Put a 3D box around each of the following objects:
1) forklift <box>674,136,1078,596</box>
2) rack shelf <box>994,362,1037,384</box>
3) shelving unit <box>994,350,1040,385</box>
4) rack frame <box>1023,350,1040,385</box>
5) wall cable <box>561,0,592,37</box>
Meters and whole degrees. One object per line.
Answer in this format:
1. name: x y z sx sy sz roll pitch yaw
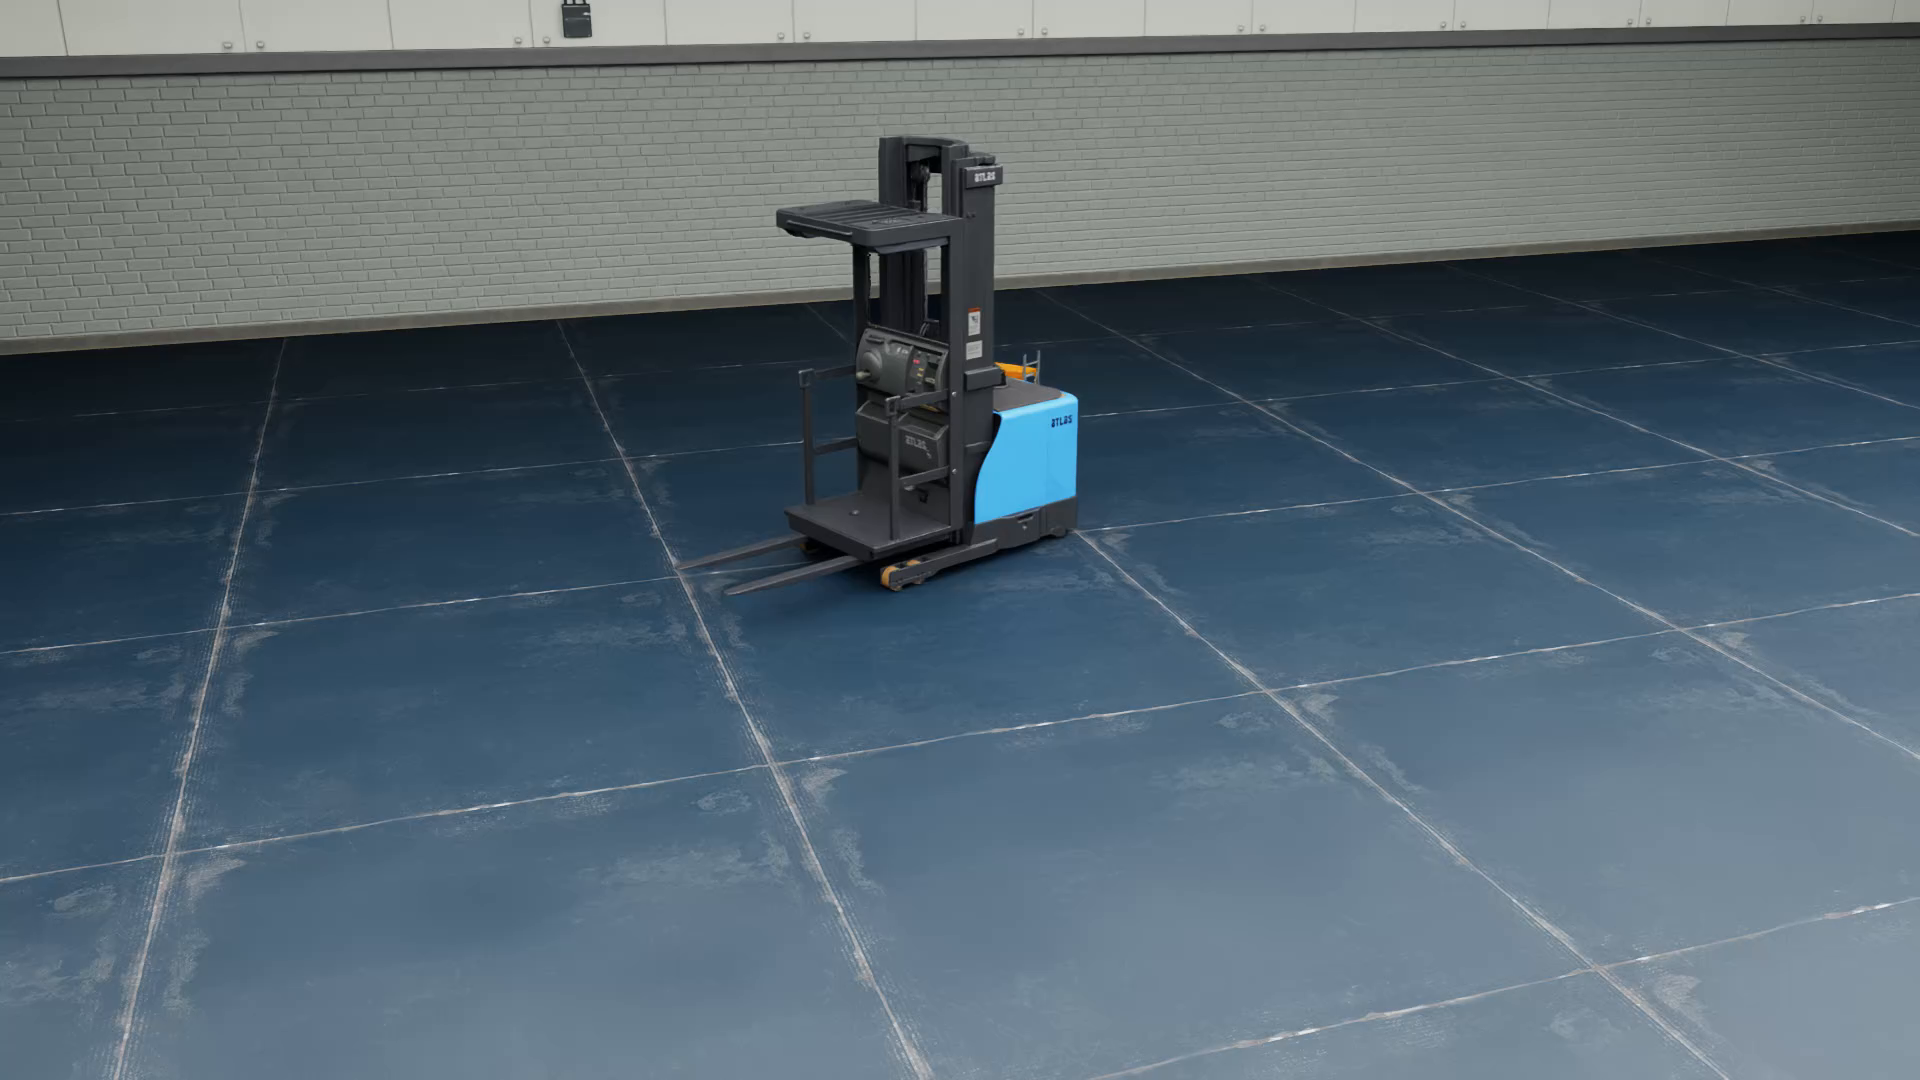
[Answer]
1. forklift: -0.566 -1.231 11.507 3.031 2.935 1.130 -16 25 -38
2. rack shelf: 0.345 -1.298 13.073 0.480 0.148 0.258 12 19 30
3. shelving unit: 0.332 -0.922 13.187 0.503 1.200 0.258 12 19 30
4. rack frame: 0.539 -0.879 13.065 0.015 1.200 0.240 12 19 30
5. wall cable: -3.354 -8.603 18.026 2.305 6.003 0.169 -6 21 -17
